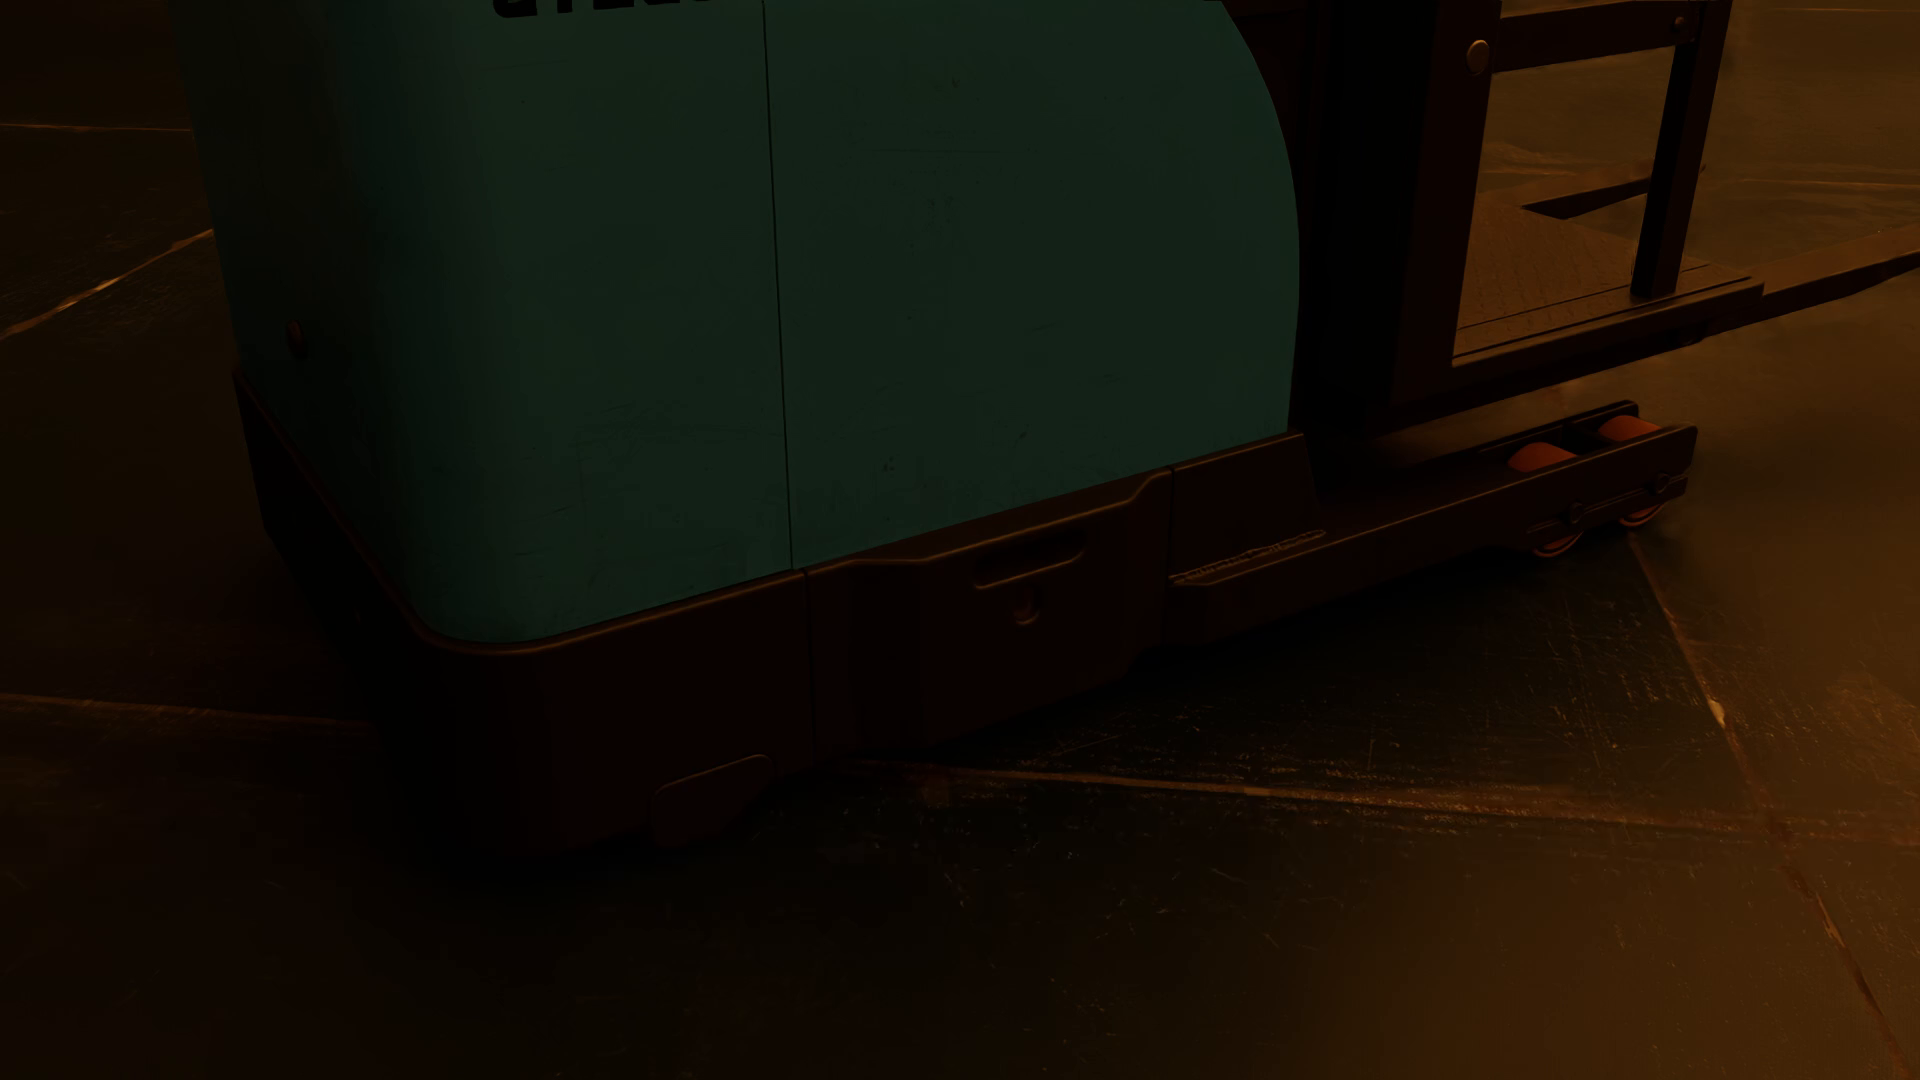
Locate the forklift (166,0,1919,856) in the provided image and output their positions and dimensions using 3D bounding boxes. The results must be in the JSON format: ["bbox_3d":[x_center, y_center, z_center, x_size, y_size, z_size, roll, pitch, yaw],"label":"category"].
[{"bbox_3d":[0.514,-1.468,2.159,3.031,2.935,1.130,-16,31,-29],"label":"forklift"}]
